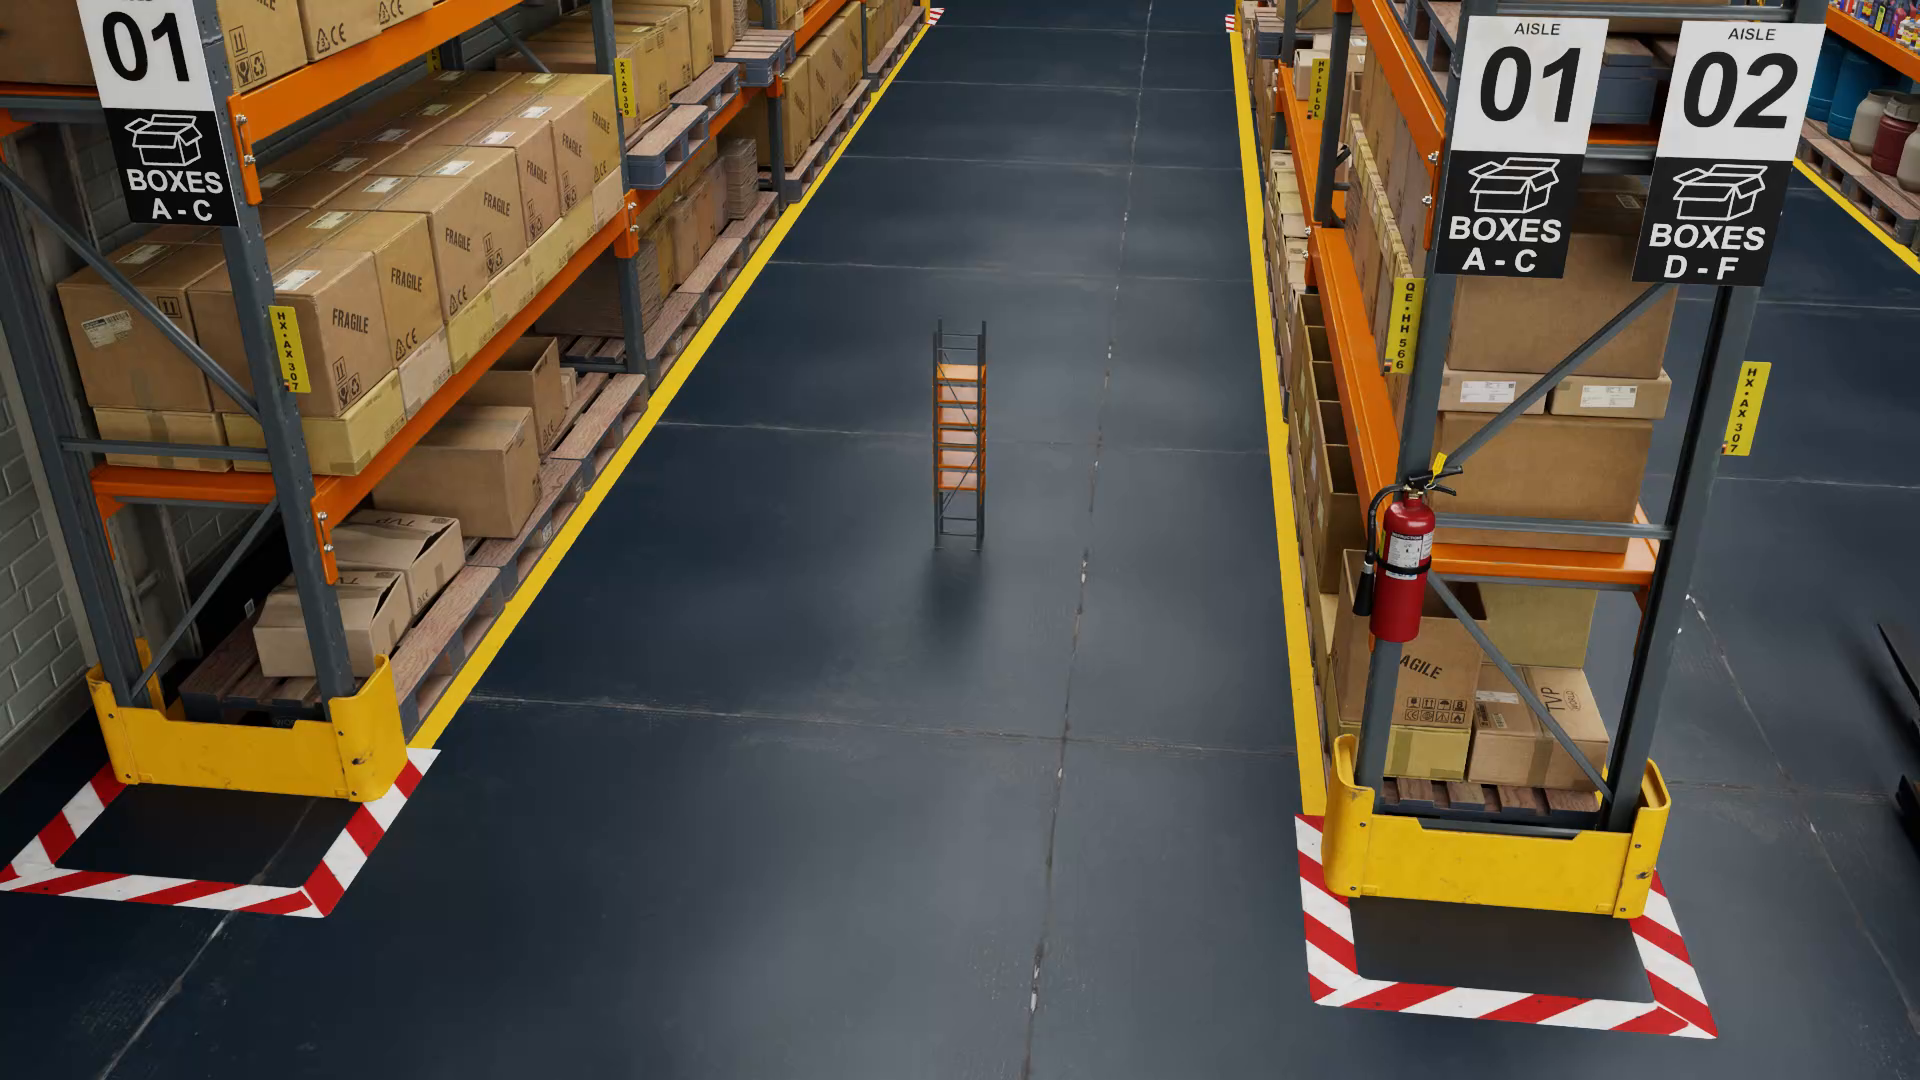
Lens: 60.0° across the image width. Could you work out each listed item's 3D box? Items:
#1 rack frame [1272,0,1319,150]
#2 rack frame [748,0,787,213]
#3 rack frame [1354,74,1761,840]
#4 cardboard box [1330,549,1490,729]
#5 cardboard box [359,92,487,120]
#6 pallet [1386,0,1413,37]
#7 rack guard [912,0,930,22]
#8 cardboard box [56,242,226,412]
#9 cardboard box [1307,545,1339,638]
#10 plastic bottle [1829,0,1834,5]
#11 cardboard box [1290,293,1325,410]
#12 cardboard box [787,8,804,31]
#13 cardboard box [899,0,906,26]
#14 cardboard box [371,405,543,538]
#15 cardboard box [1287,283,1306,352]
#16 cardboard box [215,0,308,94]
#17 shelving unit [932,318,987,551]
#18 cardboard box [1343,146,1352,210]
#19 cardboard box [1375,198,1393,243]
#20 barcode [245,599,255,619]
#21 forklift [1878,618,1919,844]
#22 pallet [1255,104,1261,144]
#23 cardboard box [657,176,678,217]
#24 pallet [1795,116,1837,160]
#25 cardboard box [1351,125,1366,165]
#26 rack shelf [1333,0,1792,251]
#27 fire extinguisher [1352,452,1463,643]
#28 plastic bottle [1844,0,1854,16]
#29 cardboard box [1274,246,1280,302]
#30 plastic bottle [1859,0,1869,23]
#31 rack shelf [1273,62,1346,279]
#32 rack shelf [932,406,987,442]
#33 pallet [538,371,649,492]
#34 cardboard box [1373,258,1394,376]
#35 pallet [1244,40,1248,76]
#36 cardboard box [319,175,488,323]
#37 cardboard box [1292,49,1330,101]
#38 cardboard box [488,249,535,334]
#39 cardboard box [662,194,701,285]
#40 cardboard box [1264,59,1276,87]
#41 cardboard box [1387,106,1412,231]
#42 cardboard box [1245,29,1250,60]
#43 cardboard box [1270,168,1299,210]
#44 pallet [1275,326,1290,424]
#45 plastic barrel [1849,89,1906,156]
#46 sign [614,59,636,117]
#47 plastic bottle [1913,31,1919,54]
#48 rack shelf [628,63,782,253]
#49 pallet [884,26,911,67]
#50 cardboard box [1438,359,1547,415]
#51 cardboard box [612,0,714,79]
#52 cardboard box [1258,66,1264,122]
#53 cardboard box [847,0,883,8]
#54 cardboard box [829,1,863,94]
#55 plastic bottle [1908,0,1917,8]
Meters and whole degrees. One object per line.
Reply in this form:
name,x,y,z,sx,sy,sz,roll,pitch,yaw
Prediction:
rack frame,2.964,-3.808,12.656,1.000,3.000,0.127,3,28,6
rack frame,-1.952,-4.094,13.187,1.000,3.000,0.127,3,28,6
rack frame,1.984,-0.043,5.666,1.000,3.000,0.127,3,28,6
cardboard box,1.755,0.383,6.542,0.500,0.500,0.500,3,28,6
cardboard box,-2.775,-2.032,8.706,0.500,0.500,0.500,3,28,6
pallet,2.243,-2.231,6.660,1.003,0.211,1.213,3,28,6
rack guard,-0.969,-6.771,20.791,1.175,0.500,0.348,3,28,6
cardboard box,-3.086,-0.836,6.485,0.500,0.500,0.500,3,28,6
cardboard box,1.865,0.242,7.595,0.500,0.250,0.500,3,28,6
plastic bottle,7.849,-4.924,14.863,0.097,0.271,0.097,0,28,0
cardboard box,2.107,-1.030,9.165,0.500,0.500,0.500,3,28,6
cardboard box,-1.526,-4.372,13.947,0.380,0.149,0.250,4,29,8
cardboard box,-1.020,-6.374,19.611,0.700,0.500,0.500,3,28,6
cardboard box,-2.549,-0.353,8.415,0.700,0.500,0.500,2,28,3
cardboard box,2.239,-1.354,9.966,0.500,0.311,0.500,3,28,6
cardboard box,-2.644,-1.845,5.723,0.500,0.500,0.500,4,29,8
shelving unit,-0.002,-0.521,8.453,0.258,1.200,0.189,3,28,6
cardboard box,2.491,-2.094,9.632,0.500,0.250,0.500,5,29,9
cardboard box,2.063,-1.410,7.416,0.380,0.149,0.250,3,28,6
barcode,-3.153,0.305,7.383,0.001,0.075,0.075,3,28,6
forklift,4.276,-0.003,5.666,1.130,2.935,3.031,5,29,9
pallet,3.392,-4.078,16.098,1.003,0.211,1.213,3,28,6
cardboard box,-2.258,-2.435,11.488,0.500,0.250,0.500,3,28,5
pallet,8.234,-3.813,15.605,1.003,0.211,1.213,3,28,6
cardboard box,2.219,-2.022,8.551,0.380,0.149,0.250,4,29,7
rack shelf,2.229,-1.988,6.873,1.077,0.370,4.000,3,28,6
fire extinguisher,1.509,0.020,5.632,0.296,0.674,0.183,3,28,6
plastic bottle,7.822,-4.715,14.471,0.152,0.276,0.135,3,28,6
cardboard box,2.427,-1.830,11.441,0.500,0.250,0.500,4,29,7
plastic bottle,7.752,-4.551,14.171,0.097,0.271,0.097,0,28,0
rack shelf,2.719,-2.550,11.080,1.077,0.370,4.000,3,28,6
rack shelf,-0.002,-0.588,8.417,0.258,0.103,0.180,3,28,6
pallet,-2.490,-0.666,9.763,1.003,0.211,1.213,3,28,6
cardboard box,2.241,-1.035,7.402,0.700,0.500,0.500,4,29,8
pallet,3.687,-5.363,18.482,1.003,0.211,1.213,3,28,6
cardboard box,-2.436,-1.284,7.317,0.500,0.500,0.500,2,28,5
cardboard box,2.663,-3.359,11.917,0.500,0.311,0.500,3,28,6
cardboard box,-2.376,-1.205,7.962,0.500,0.250,0.500,4,29,7
cardboard box,-2.253,-2.136,11.724,0.700,0.500,0.500,4,29,7
cardboard box,2.970,-4.194,14.754,0.500,0.250,0.500,3,28,5
cardboard box,2.242,-1.623,7.126,0.700,0.500,0.500,3,28,6
cardboard box,3.335,-5.339,17.868,0.500,0.311,0.500,3,28,6
cardboard box,2.553,-2.552,12.190,0.500,0.311,0.500,3,28,5
pallet,2.526,-1.047,10.471,1.003,0.211,1.213,3,28,6
plastic barrel,8.042,-3.642,14.528,0.421,0.512,0.421,0,28,0
sign,-1.903,-2.565,9.435,0.100,0.325,0.005,3,28,6
plastic bottle,7.602,-3.946,13.121,0.097,0.201,0.097,0,28,0
rack shelf,-2.197,-2.836,11.611,1.077,0.370,4.000,3,28,6
pallet,-1.144,-5.679,19.069,1.003,0.211,1.213,3,28,6
cardboard box,1.842,-0.563,5.843,0.380,0.149,0.250,3,28,5
cardboard box,-2.131,-3.523,11.557,0.700,0.500,0.500,3,28,6
cardboard box,3.030,-4.084,15.340,0.500,0.500,0.500,4,29,7
cardboard box,-1.046,-5.844,17.944,0.380,0.149,0.250,4,29,8
cardboard box,-1.413,-4.902,16.511,0.750,0.750,0.750,4,29,7
plastic bottle,8.416,-4.850,14.641,0.144,0.351,0.185,3,28,6
